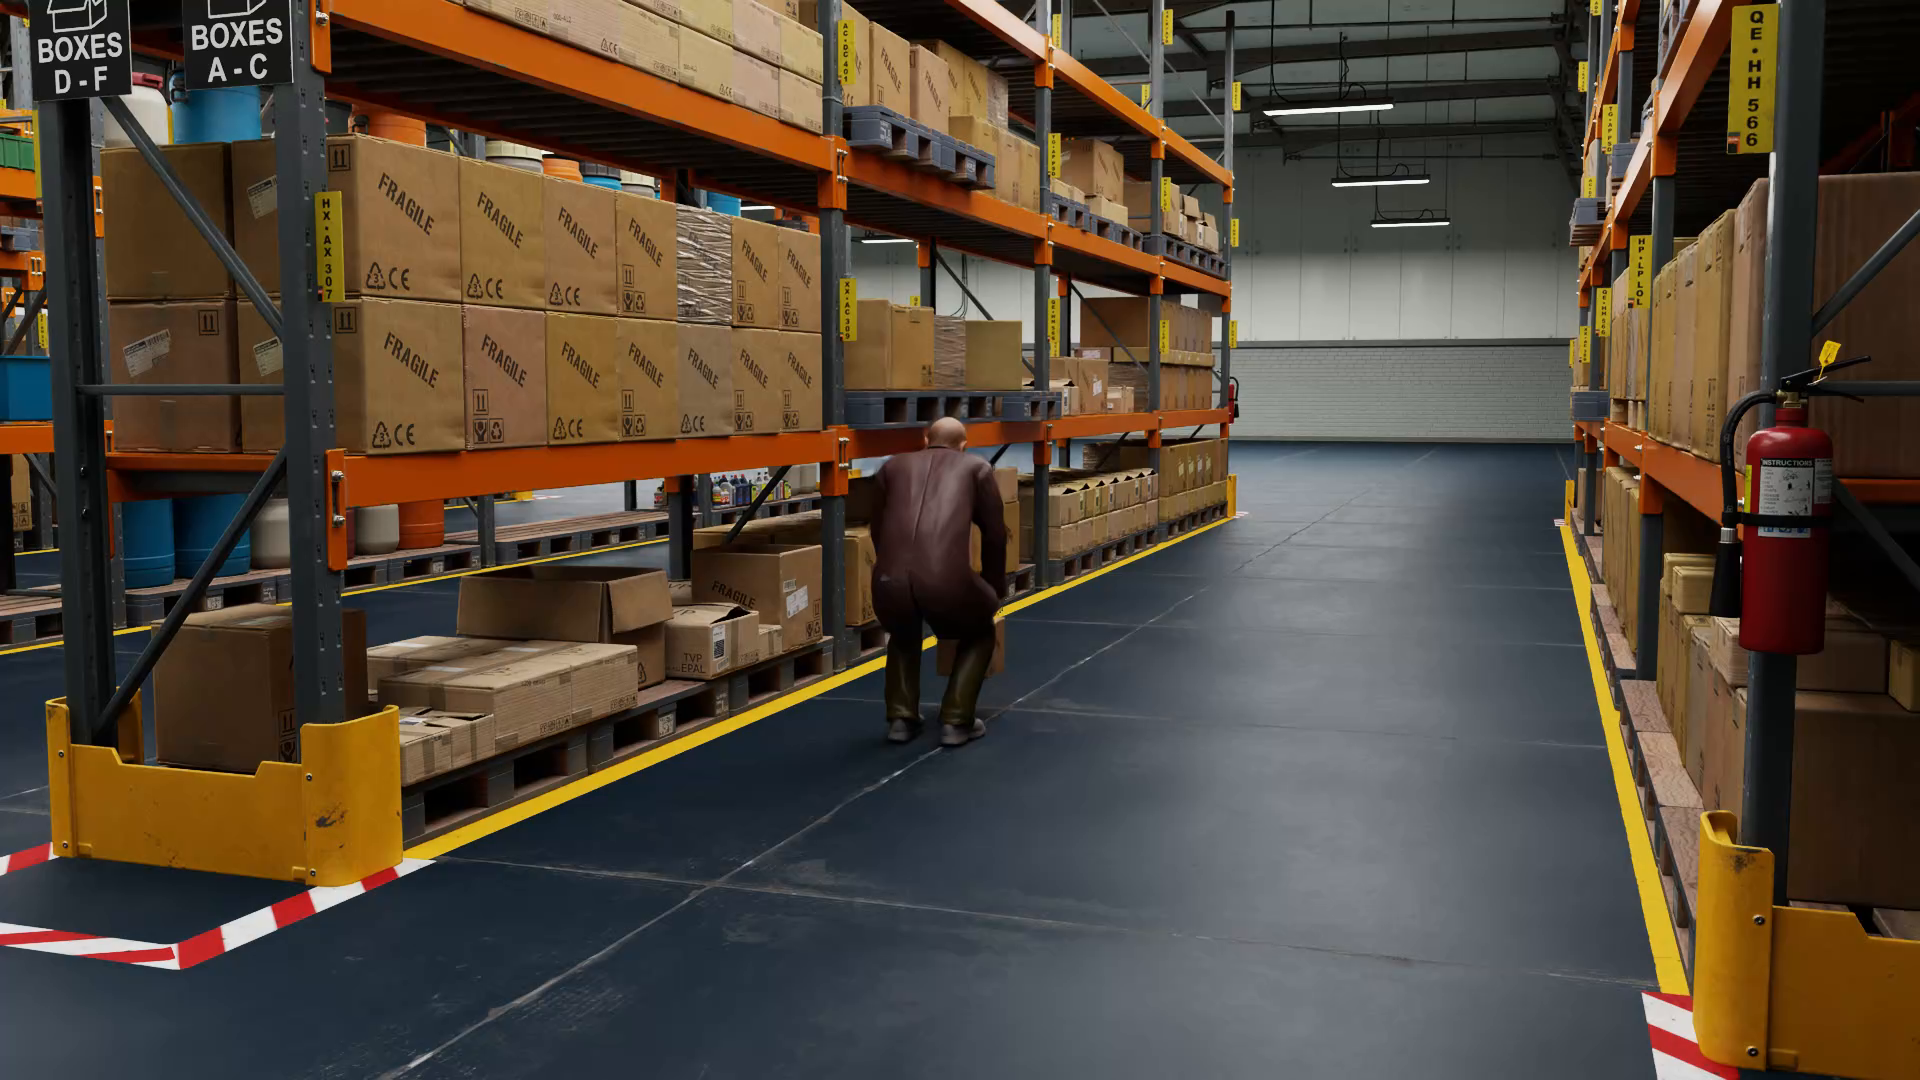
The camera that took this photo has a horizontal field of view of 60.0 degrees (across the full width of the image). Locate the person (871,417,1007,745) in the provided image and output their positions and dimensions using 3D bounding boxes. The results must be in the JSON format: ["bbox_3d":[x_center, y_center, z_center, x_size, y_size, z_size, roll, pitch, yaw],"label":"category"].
[{"bbox_3d":[-0.130,0.169,7.248,0.631,1.388,0.735,2,5,19],"label":"person"}]
